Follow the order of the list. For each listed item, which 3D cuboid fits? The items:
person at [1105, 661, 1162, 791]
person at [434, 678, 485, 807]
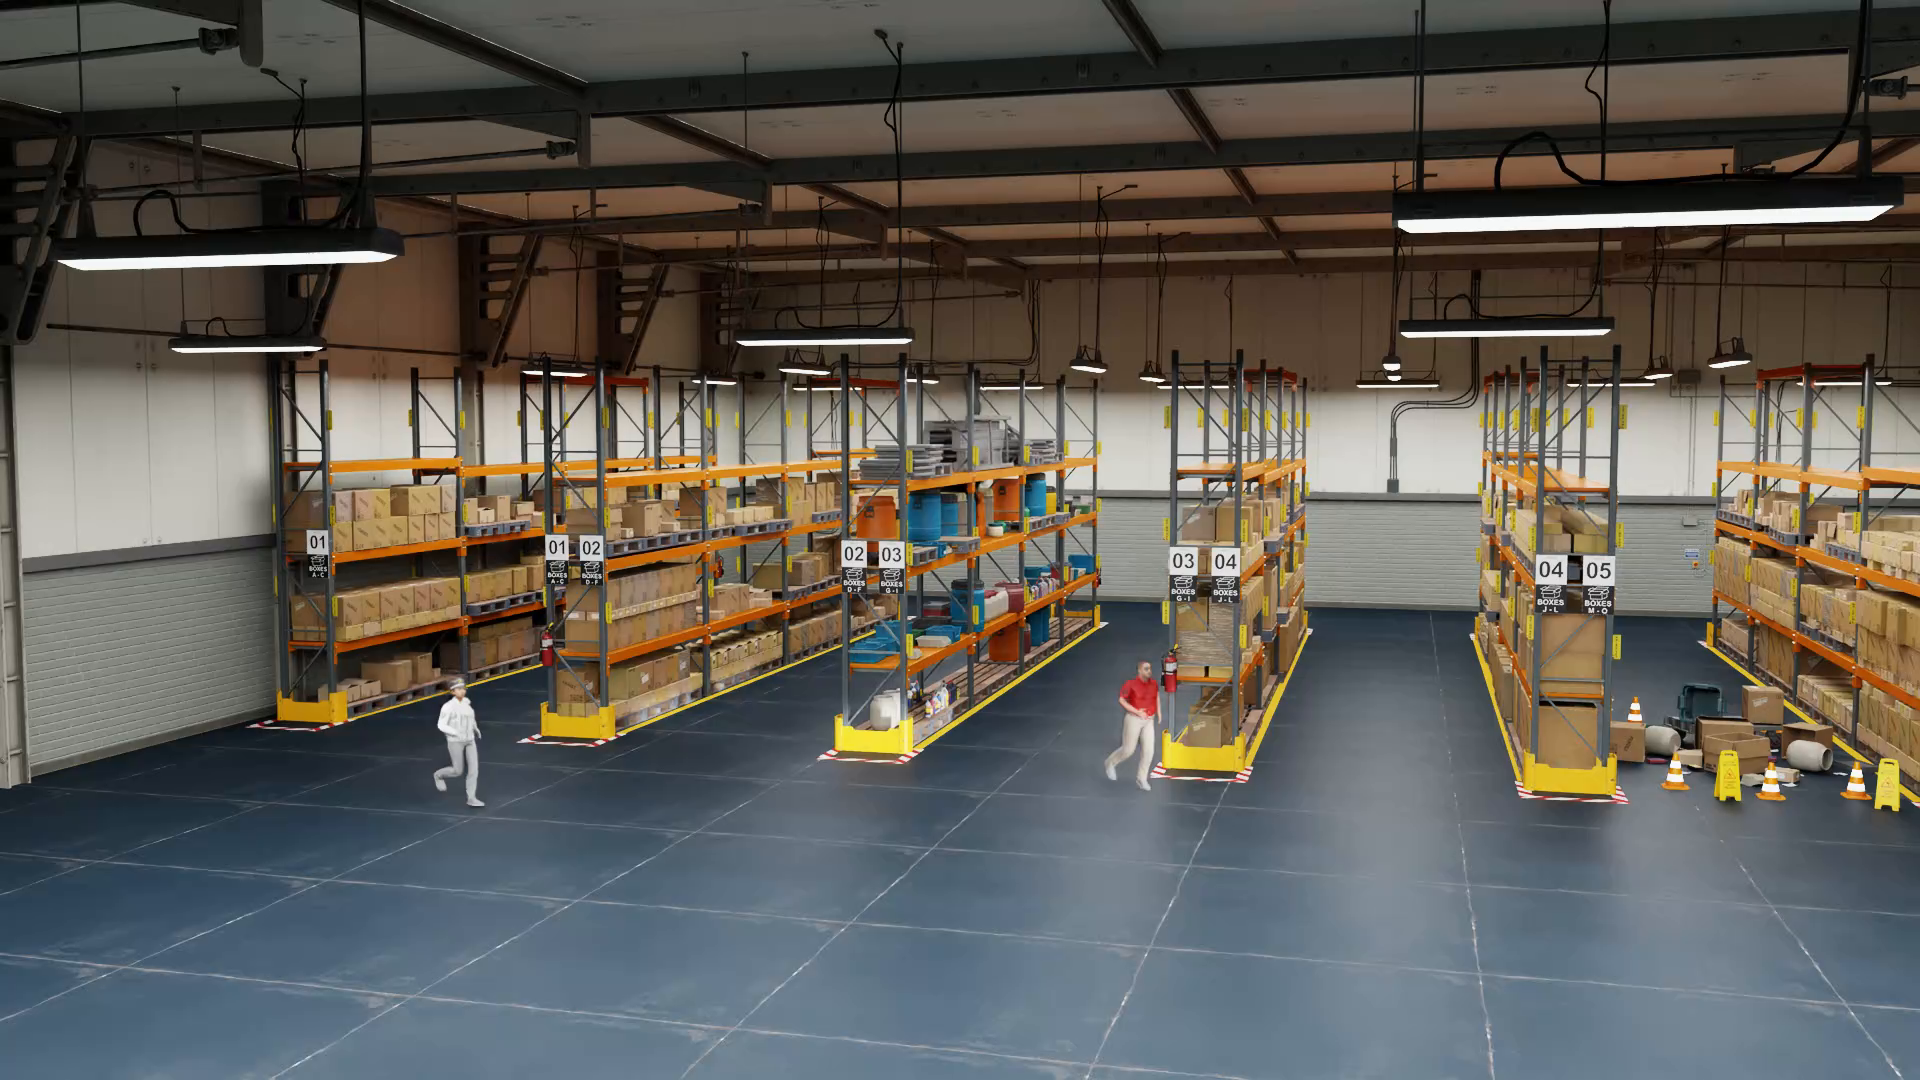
[{"bbox_3d":[2.472,2.525,22.871,0.719,1.739,0.849,-2,5,-27],"label":"person"},{"bbox_3d":[-6.500,2.617,21.678,0.861,1.661,0.632,3,5,35],"label":"person"}]
